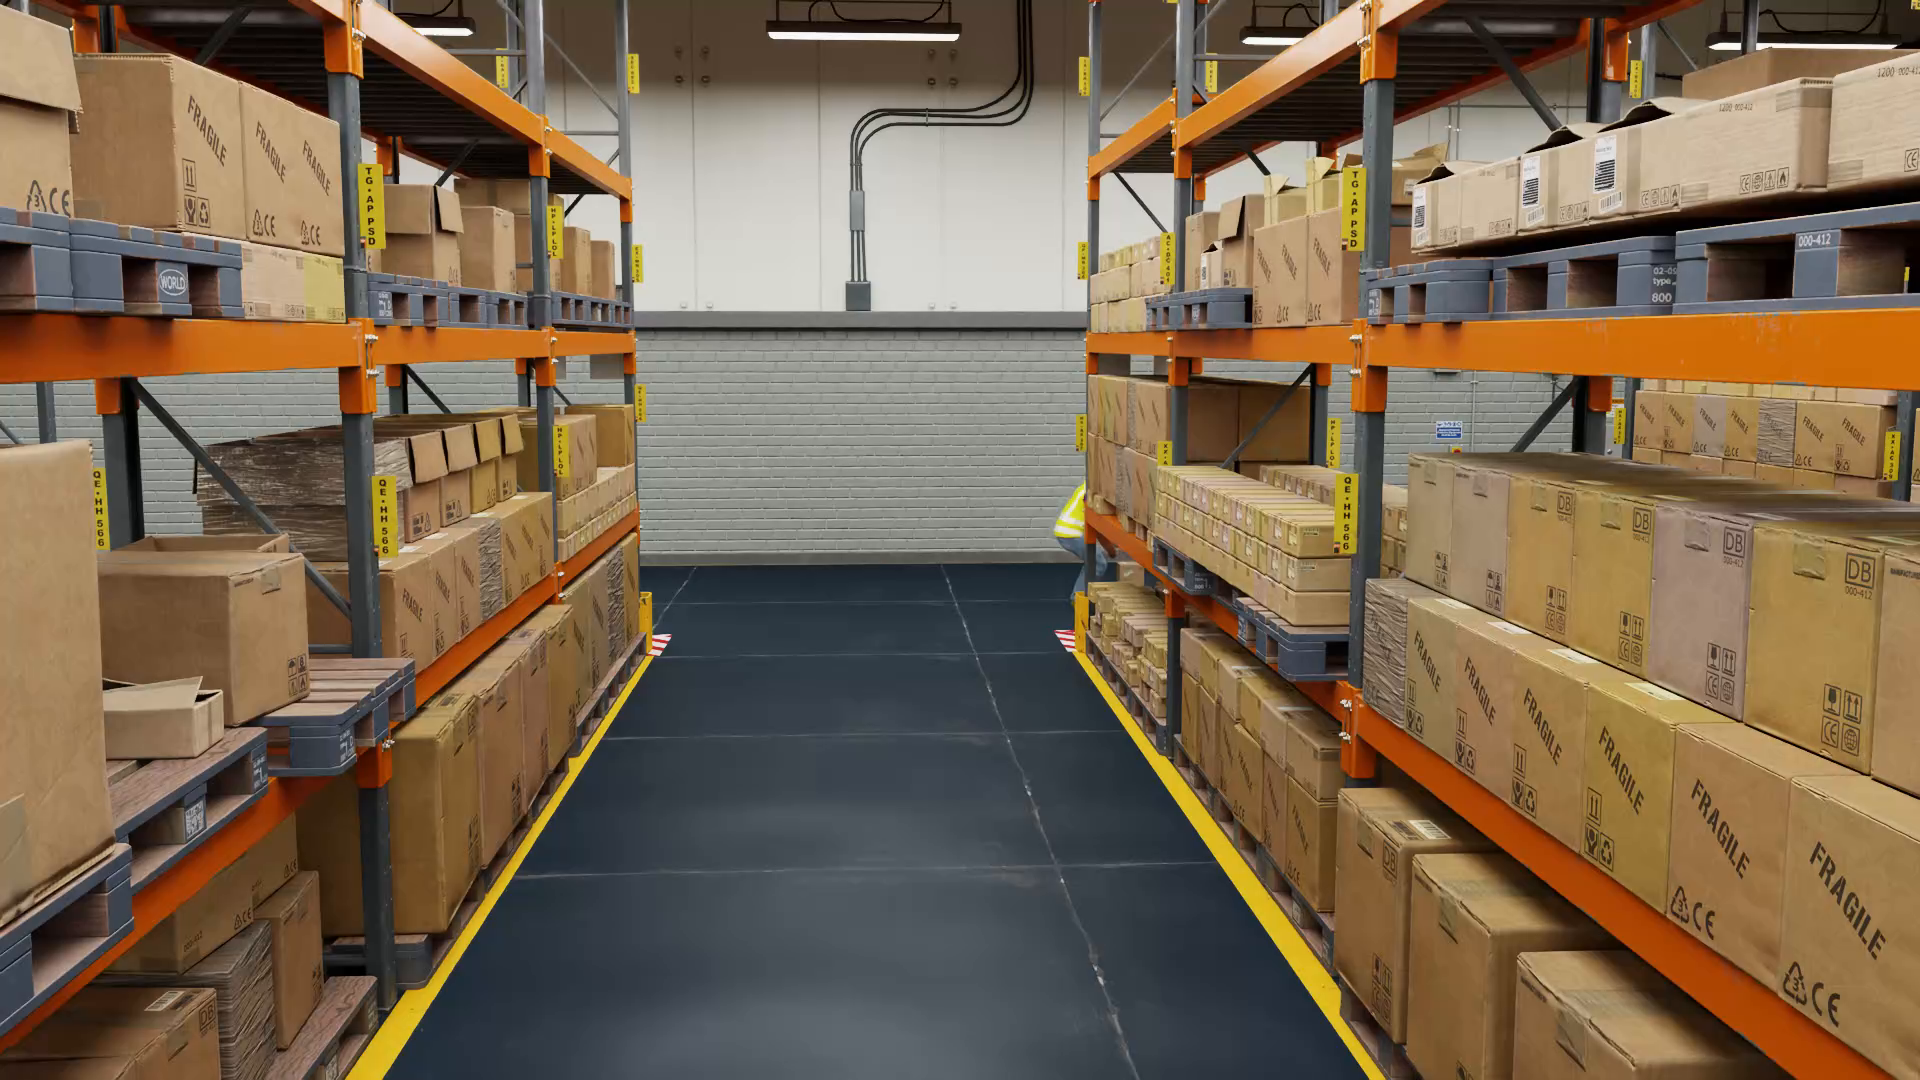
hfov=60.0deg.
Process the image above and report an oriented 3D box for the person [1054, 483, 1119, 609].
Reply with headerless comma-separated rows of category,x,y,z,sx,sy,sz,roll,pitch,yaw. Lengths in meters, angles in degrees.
person,1.336,-0.033,17.222,0.727,1.459,0.630,0,7,-3
